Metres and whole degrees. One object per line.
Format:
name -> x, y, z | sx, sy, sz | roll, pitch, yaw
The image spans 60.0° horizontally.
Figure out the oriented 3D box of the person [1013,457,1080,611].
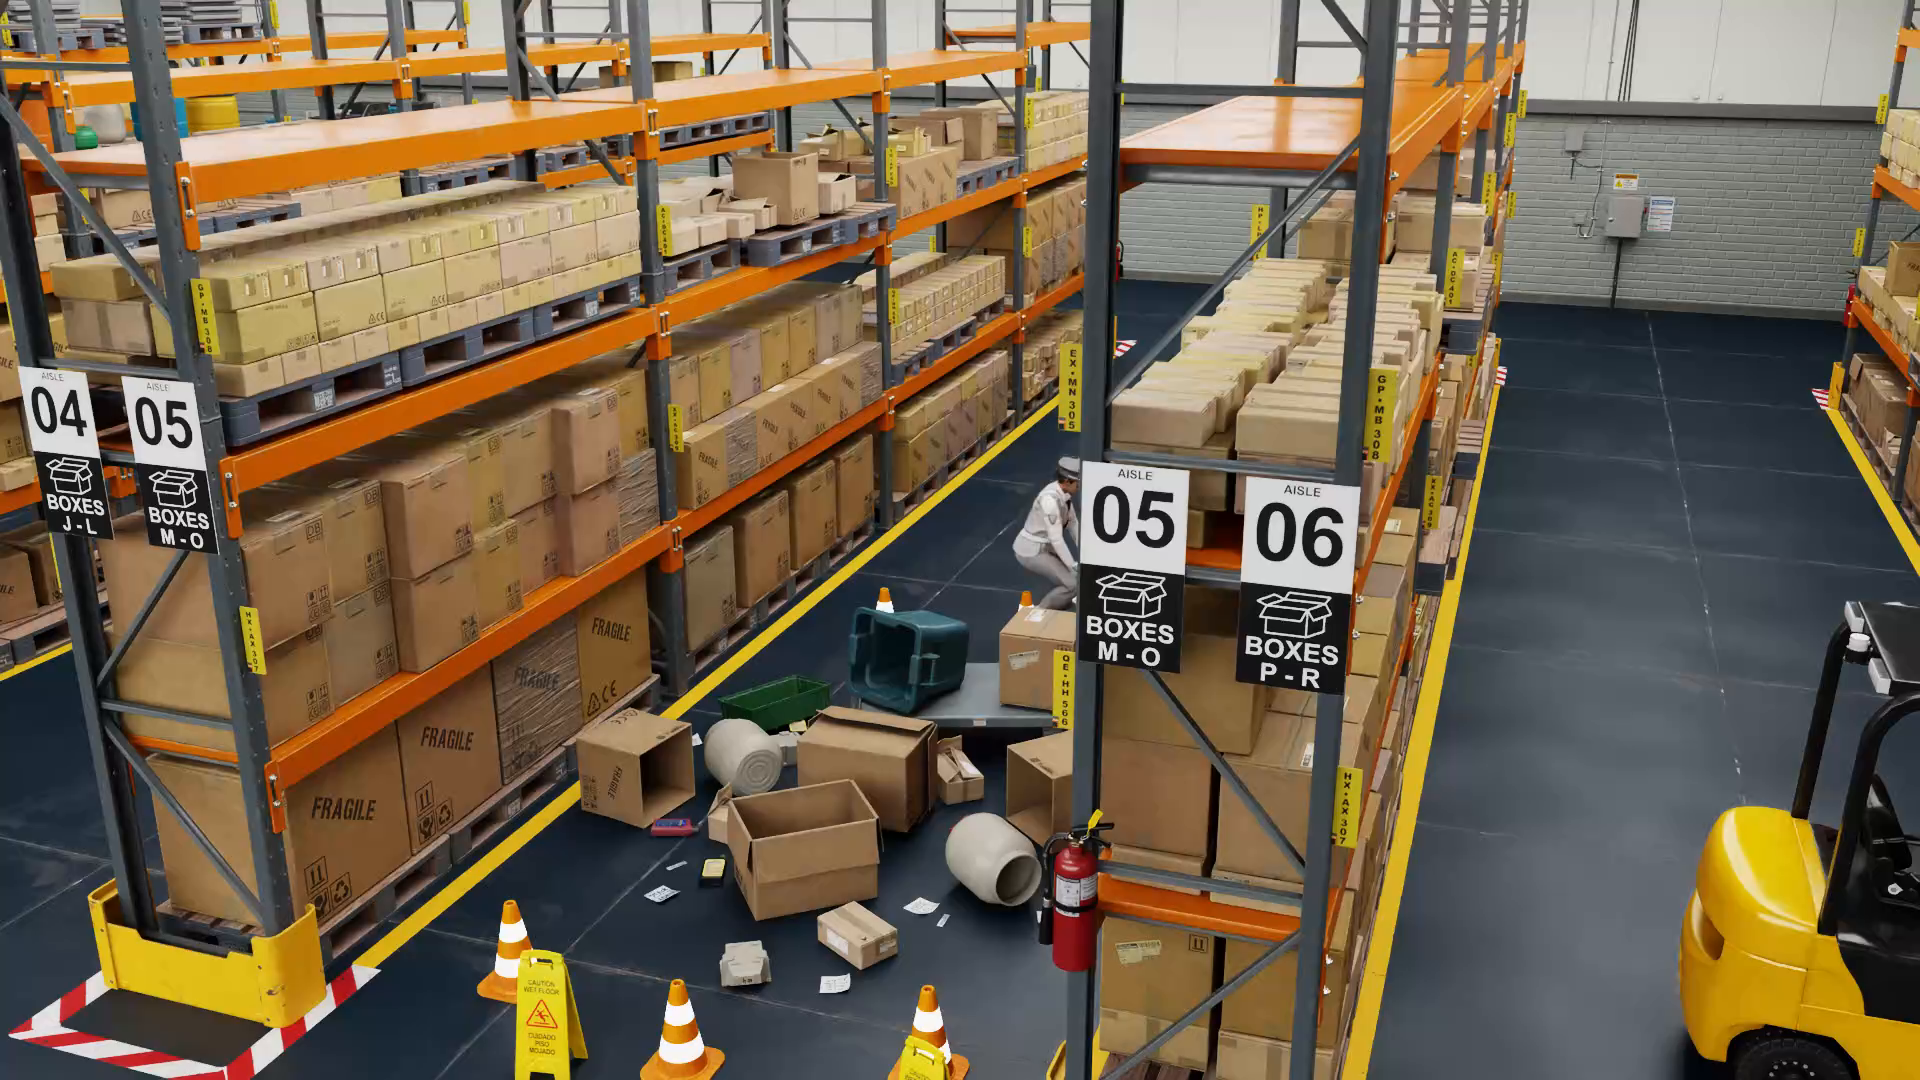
person -> 0.716, 0.094, 12.573 | 0.609, 1.484, 0.533 | 7, 20, 19
